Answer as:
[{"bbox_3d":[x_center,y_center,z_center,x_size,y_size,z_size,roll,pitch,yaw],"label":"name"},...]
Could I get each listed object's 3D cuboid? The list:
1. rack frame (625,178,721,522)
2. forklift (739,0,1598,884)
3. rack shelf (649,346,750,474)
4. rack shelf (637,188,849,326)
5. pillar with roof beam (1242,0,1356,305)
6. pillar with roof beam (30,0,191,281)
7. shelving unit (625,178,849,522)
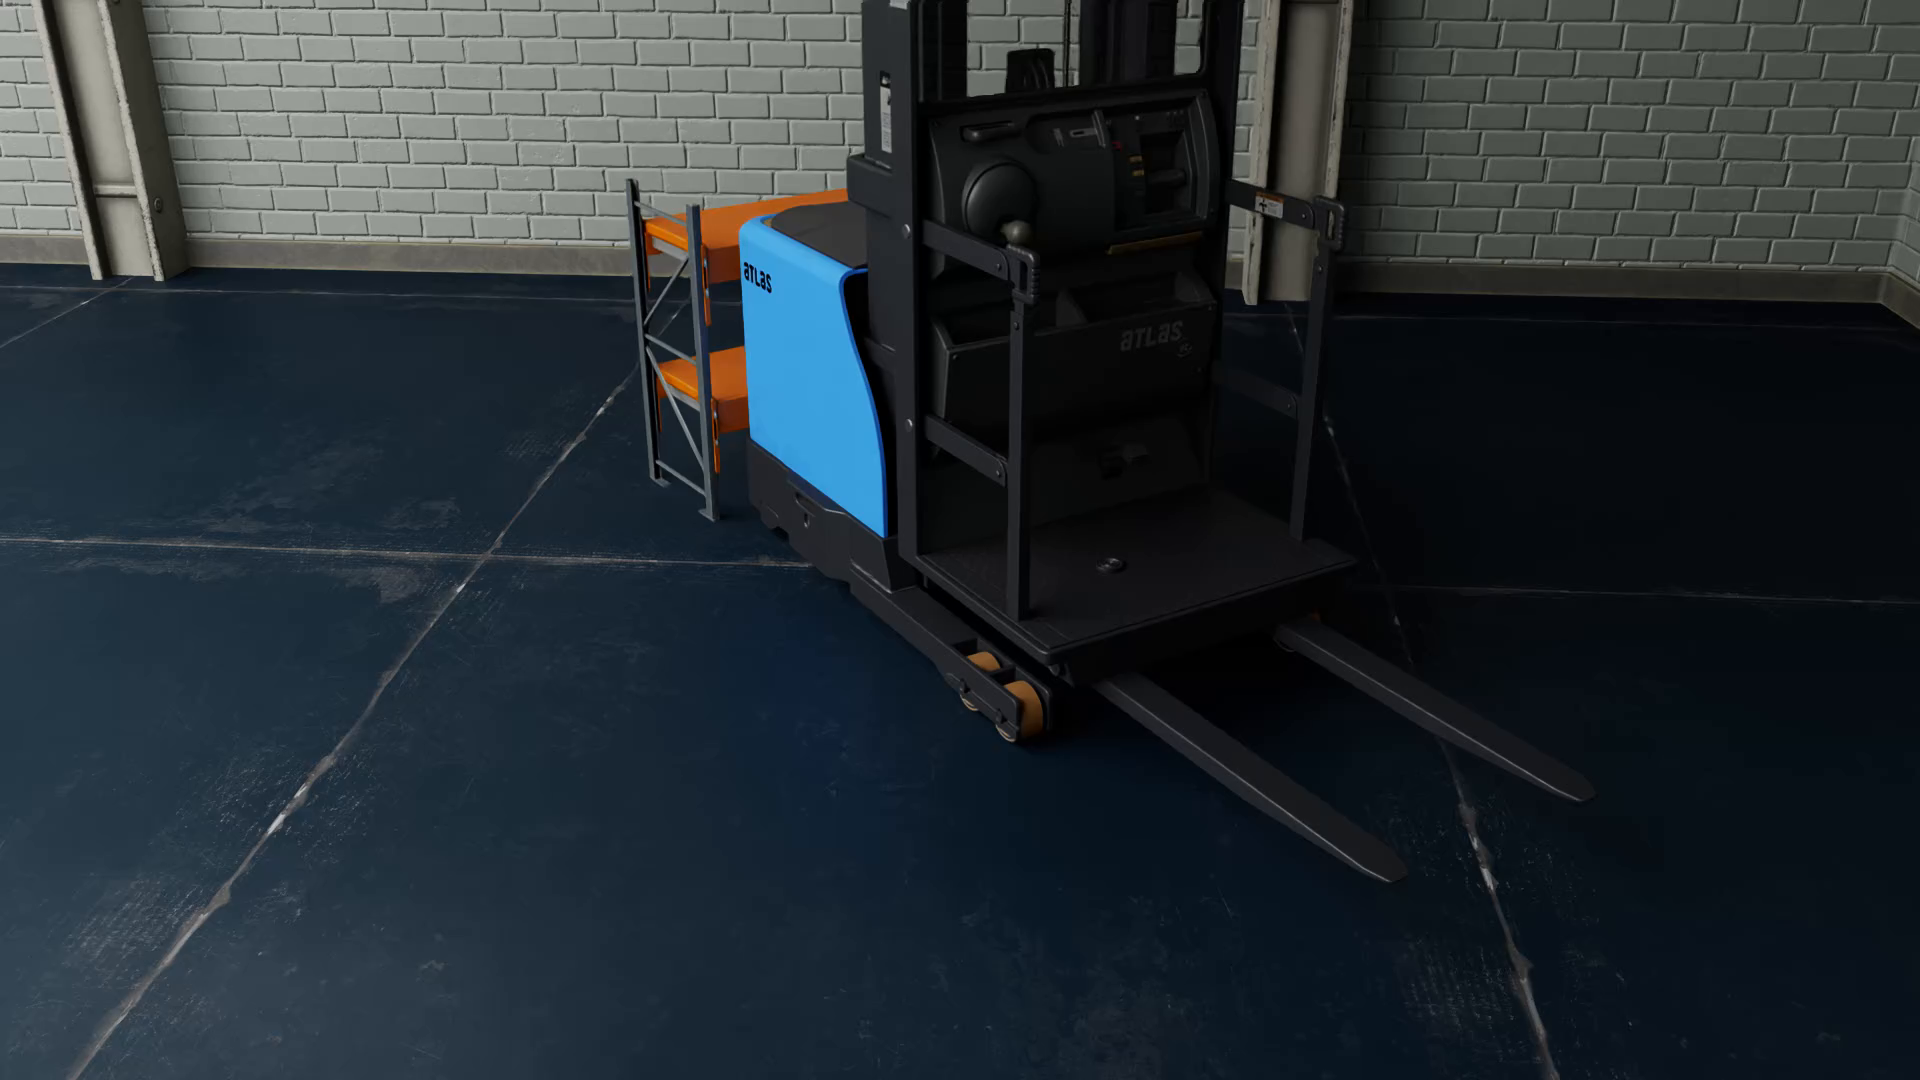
[{"bbox_3d":[-1.009,-0.664,5.848,0.032,1.125,0.500,-17,30,-32],"label":"rack frame"},{"bbox_3d":[0.441,-1.001,4.418,1.130,2.935,3.031,-14,28,-28],"label":"forklift"},{"bbox_3d":[-0.596,-0.566,6.219,1.000,0.278,0.538,-17,30,-32],"label":"rack shelf"},{"bbox_3d":[-0.596,-1.054,5.995,1.000,0.278,0.538,-17,30,-32],"label":"rack shelf"},{"bbox_3d":[1.309,-3.527,2.649,0.400,9.000,9.100,2,25,4],"label":"pillar with roof beam"},{"bbox_3d":[-4.674,-3.719,3.067,0.400,9.000,9.100,2,25,4],"label":"pillar with roof beam"},{"bbox_3d":[-0.596,-0.788,6.117,1.048,1.125,0.538,-17,30,-32],"label":"shelving unit"}]
